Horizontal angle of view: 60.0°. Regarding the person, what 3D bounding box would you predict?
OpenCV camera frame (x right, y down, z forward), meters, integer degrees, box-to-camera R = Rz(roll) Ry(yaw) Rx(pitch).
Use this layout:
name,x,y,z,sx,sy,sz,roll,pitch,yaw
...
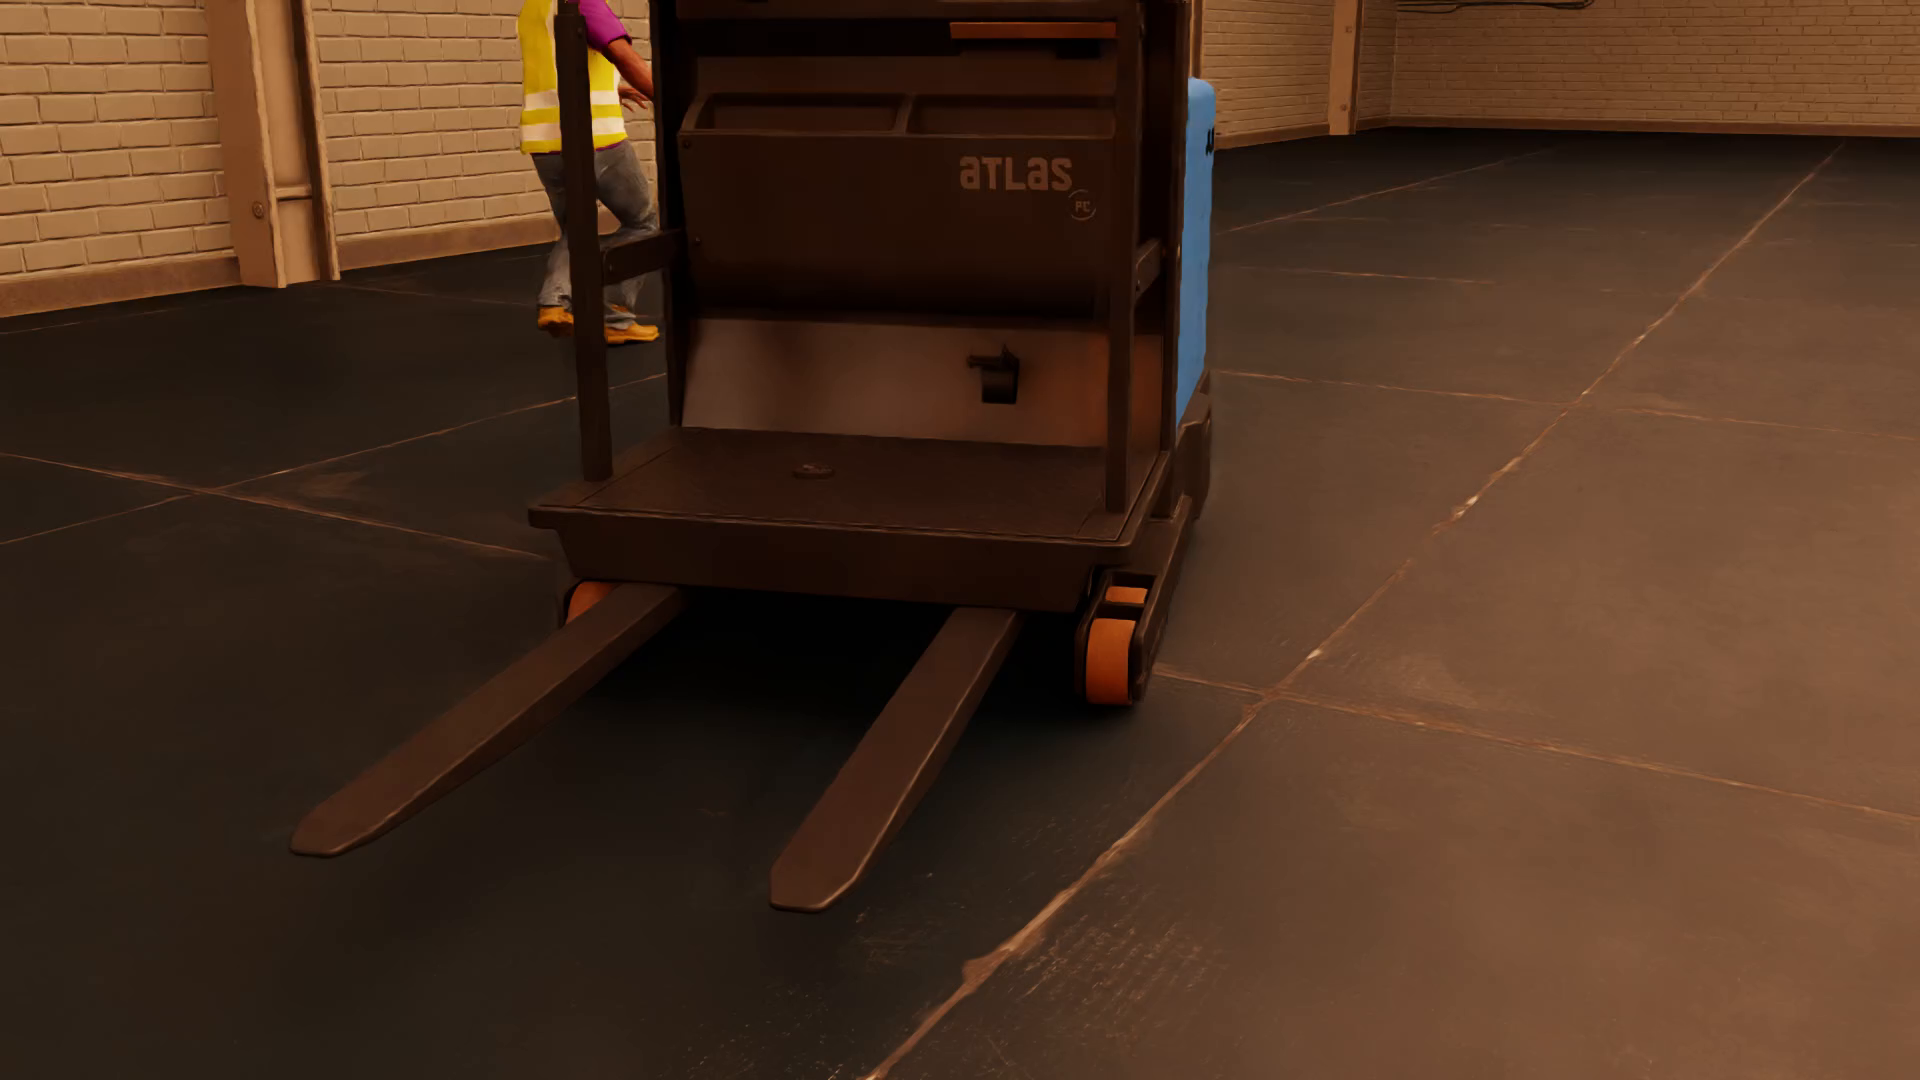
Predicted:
name,x,y,z,sx,sy,sz,roll,pitch,yaw
person,-1.327,-1.561,6.451,0.923,1.631,0.841,10,19,30

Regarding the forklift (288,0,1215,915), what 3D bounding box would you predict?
name,x,y,z,sx,sy,sz,roll,pitch,yaw
forklift,-0.146,-1.217,2.986,1.130,2.935,3.031,4,17,12
